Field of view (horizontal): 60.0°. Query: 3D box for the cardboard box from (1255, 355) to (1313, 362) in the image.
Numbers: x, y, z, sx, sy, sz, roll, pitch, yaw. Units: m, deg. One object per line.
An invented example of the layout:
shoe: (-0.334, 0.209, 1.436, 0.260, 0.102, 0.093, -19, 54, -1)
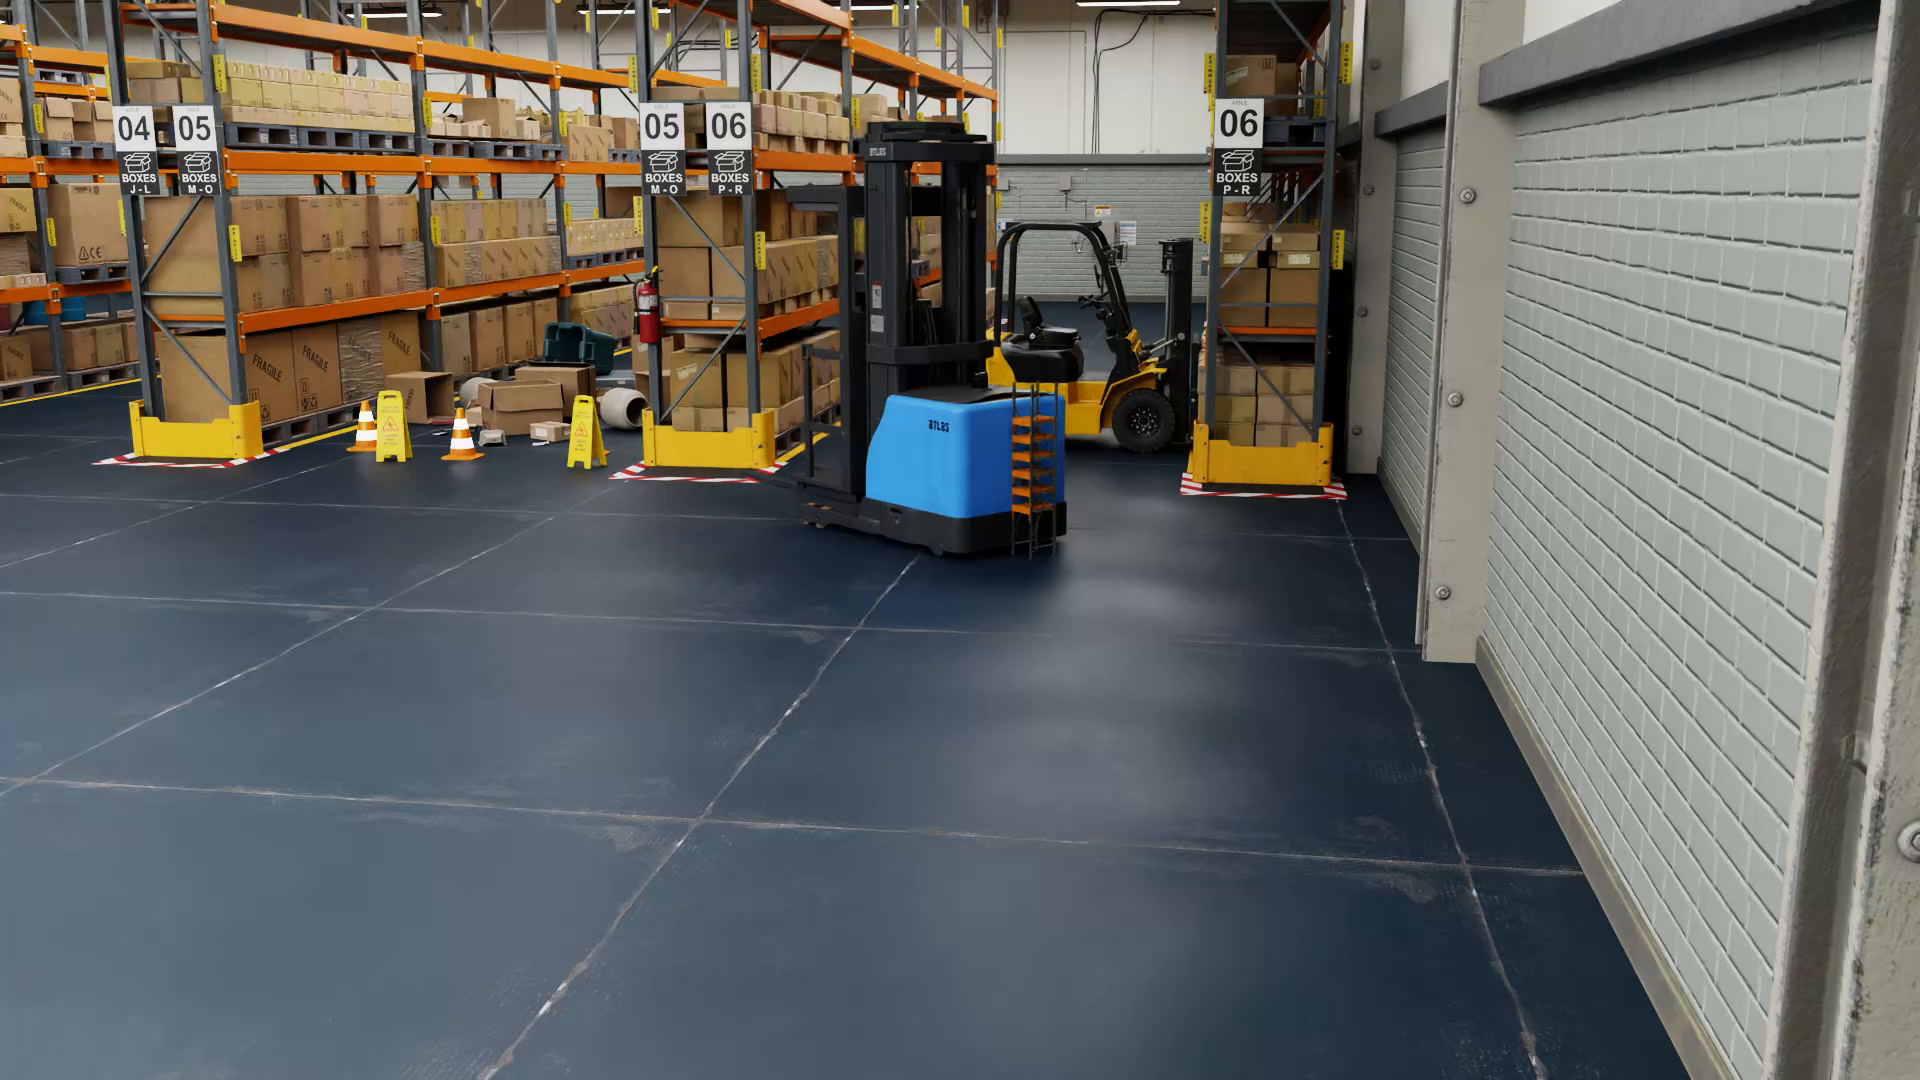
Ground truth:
cardboard box: (2.940, -1.532, 15.137, 0.500, 0.250, 0.500, 2, 12, 9)

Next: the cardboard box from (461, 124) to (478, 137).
cardboard box: (-6.119, -4.997, 20.301, 0.380, 0.149, 0.250, 2, 12, 9)

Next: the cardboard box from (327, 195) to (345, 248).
cardboard box: (-6.944, -3.305, 17.288, 0.875, 0.550, 0.500, 2, 12, 9)

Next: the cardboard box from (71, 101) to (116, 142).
cardboard box: (-11.163, -5.310, 21.153, 0.797, 0.503, 0.637, 2, 12, 11)

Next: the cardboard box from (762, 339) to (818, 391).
cardboard box: (-1.738, -1.749, 16.737, 0.500, 0.500, 0.500, 2, 12, 10)

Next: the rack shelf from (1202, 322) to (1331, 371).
rack shelf: (2.913, -2.048, 16.086, 1.077, 0.370, 4.000, 2, 12, 9)

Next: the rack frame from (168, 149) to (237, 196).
rack frame: (-10.862, -4.130, 24.038, 1.000, 3.000, 0.127, 2, 12, 9)

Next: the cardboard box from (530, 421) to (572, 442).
cardboard box: (-4.094, -1.088, 16.690, 0.380, 0.149, 0.250, 10, 15, 38)

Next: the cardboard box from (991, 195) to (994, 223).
cardboard box: (0.322, -5.904, 29.658, 0.500, 0.500, 0.500, 2, 12, 11)

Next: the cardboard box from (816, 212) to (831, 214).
cardboard box: (-1.744, -3.940, 19.678, 0.380, 0.149, 0.250, 2, 12, 7)

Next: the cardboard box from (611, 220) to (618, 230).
cardboard box: (-5.431, -4.793, 25.302, 0.380, 0.149, 0.250, 1, 12, 6)

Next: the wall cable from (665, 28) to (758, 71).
wall cable: (-5.356, -11.366, 35.738, 2.277, 5.999, 0.120, 2, 12, 9)

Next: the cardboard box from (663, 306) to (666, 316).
cardboard box: (-4.989, -3.803, 27.585, 0.380, 0.149, 0.250, 2, 12, 11)

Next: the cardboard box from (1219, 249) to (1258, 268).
cardboard box: (2.382, -2.431, 14.376, 0.380, 0.149, 0.250, 2, 12, 9)

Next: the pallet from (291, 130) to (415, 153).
pallet: (-6.727, -4.369, 18.236, 1.003, 0.211, 1.213, 2, 12, 9)

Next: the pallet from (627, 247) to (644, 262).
pallet: (-5.622, -4.533, 26.362, 1.003, 0.211, 1.213, 2, 12, 9)

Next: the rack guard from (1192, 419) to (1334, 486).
rack guard: (2.602, -0.757, 14.318, 1.175, 0.500, 0.348, 2, 12, 9)

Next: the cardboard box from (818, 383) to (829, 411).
cardboard box: (-1.665, -1.489, 17.312, 0.500, 0.250, 0.500, 2, 12, 10)

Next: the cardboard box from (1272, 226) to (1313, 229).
cardboard box: (3.241, -2.986, 16.246, 0.380, 0.149, 0.250, 2, 12, 8)

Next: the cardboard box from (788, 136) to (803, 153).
cardboard box: (-1.733, -3.815, 16.052, 0.380, 0.149, 0.250, 2, 12, 9)

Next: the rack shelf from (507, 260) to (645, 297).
rack shelf: (-5.669, -4.013, 25.203, 1.077, 0.370, 4.000, 2, 12, 9)

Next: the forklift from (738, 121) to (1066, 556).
forklift: (-0.578, -1.577, 12.355, 1.130, 2.935, 3.031, -10, 16, -39)

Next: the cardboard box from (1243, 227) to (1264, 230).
cardboard box: (2.738, -2.948, 16.069, 0.380, 0.149, 0.250, 2, 12, 9)

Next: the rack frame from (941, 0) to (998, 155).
rack frame: (0.161, -8.407, 29.644, 1.000, 3.000, 0.127, 2, 12, 9)

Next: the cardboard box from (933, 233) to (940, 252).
cardboard box: (-0.578, -4.289, 23.942, 0.500, 0.250, 0.500, 2, 12, 8)

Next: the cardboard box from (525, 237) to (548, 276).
cardboard box: (-5.858, -3.791, 22.227, 0.500, 0.500, 0.500, 2, 12, 9)

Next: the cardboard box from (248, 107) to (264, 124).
cardboard box: (-6.799, -3.995, 15.652, 0.380, 0.149, 0.250, 2, 12, 9)

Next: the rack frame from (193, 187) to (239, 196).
rack frame: (-14.525, -5.956, 32.510, 1.000, 3.000, 0.127, 2, 12, 9)

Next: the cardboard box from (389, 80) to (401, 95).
cardboard box: (-6.372, -4.964, 18.257, 0.380, 0.149, 0.250, 2, 12, 8)

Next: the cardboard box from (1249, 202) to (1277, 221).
cardboard box: (4.943, -5.222, 26.973, 0.500, 0.500, 0.500, 2, 12, 7)

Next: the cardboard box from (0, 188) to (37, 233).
cardboard box: (-11.274, -3.878, 19.551, 0.500, 0.500, 0.500, 2, 12, 9)

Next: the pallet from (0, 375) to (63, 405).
pallet: (-11.545, -1.793, 19.814, 1.003, 0.211, 1.213, 2, 12, 9)

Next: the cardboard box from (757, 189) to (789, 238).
cardboard box: (-2.171, -3.366, 17.174, 0.700, 0.500, 0.500, 2, 12, 7)

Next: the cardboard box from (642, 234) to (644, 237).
cardboard box: (-5.227, -4.920, 26.595, 0.380, 0.149, 0.250, 2, 12, 10)

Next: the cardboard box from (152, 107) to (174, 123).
cardboard box: (-7.490, -3.961, 15.495, 0.380, 0.149, 0.250, 2, 12, 9)

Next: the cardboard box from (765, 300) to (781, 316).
cardboard box: (-1.897, -2.191, 15.634, 0.380, 0.149, 0.250, 1, 12, 7)

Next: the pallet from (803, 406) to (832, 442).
pallet: (-1.938, -1.218, 17.143, 1.003, 0.211, 1.213, 2, 12, 9)

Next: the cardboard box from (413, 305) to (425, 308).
cardboard box: (-9.927, -4.452, 29.576, 0.875, 0.875, 0.875, 2, 12, 9)

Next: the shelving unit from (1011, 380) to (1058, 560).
shelving unit: (0.508, -0.479, 11.368, 0.258, 1.200, 0.189, -10, 16, -39)

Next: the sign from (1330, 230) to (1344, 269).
sign: (3.153, -2.426, 13.889, 0.100, 0.325, 0.005, 2, 12, 9)

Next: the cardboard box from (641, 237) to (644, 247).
cardboard box: (-5.226, -4.775, 26.627, 0.380, 0.149, 0.250, 2, 12, 7)

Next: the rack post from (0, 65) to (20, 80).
rack post: (-15.326, -7.386, 26.093, 0.937, 0.300, 0.954, 3, 13, 15)

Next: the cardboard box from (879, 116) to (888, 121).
cardboard box: (-1.122, -4.789, 19.334, 0.500, 0.250, 0.500, 2, 12, 8)

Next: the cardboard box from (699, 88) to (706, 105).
cardboard box: (-2.462, -4.010, 15.062, 0.380, 0.149, 0.250, 2, 12, 10)

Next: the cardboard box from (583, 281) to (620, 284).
cardboard box: (-5.736, -3.986, 26.525, 0.500, 0.250, 0.500, 1, 12, 6)

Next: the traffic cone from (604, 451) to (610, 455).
traffic cone: (-3.508, -1.035, 15.697, 0.336, 0.463, 0.334, 2, 12, 9)

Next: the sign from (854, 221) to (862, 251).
sign: (-1.147, -3.384, 18.519, 0.100, 0.325, 0.005, 2, 12, 9)

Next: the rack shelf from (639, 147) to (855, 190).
rack shelf: (-1.992, -3.675, 16.513, 1.077, 0.370, 4.000, 2, 12, 9)

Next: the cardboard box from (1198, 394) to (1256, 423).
cardboard box: (2.371, -1.201, 14.788, 0.500, 0.250, 0.500, 2, 12, 8)

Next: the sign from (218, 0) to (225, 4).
sign: (-10.324, -7.543, 23.227, 0.100, 0.325, 0.005, 2, 12, 9)

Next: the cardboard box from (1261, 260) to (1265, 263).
cardboard box: (2.589, -2.358, 15.577, 0.500, 0.500, 0.500, 2, 12, 8)

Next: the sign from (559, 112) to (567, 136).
sign: (-5.429, -5.687, 22.725, 0.100, 0.325, 0.005, 2, 12, 9)

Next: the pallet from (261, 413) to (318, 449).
pallet: (-7.161, -1.089, 16.545, 1.003, 0.211, 1.213, 2, 12, 9)
